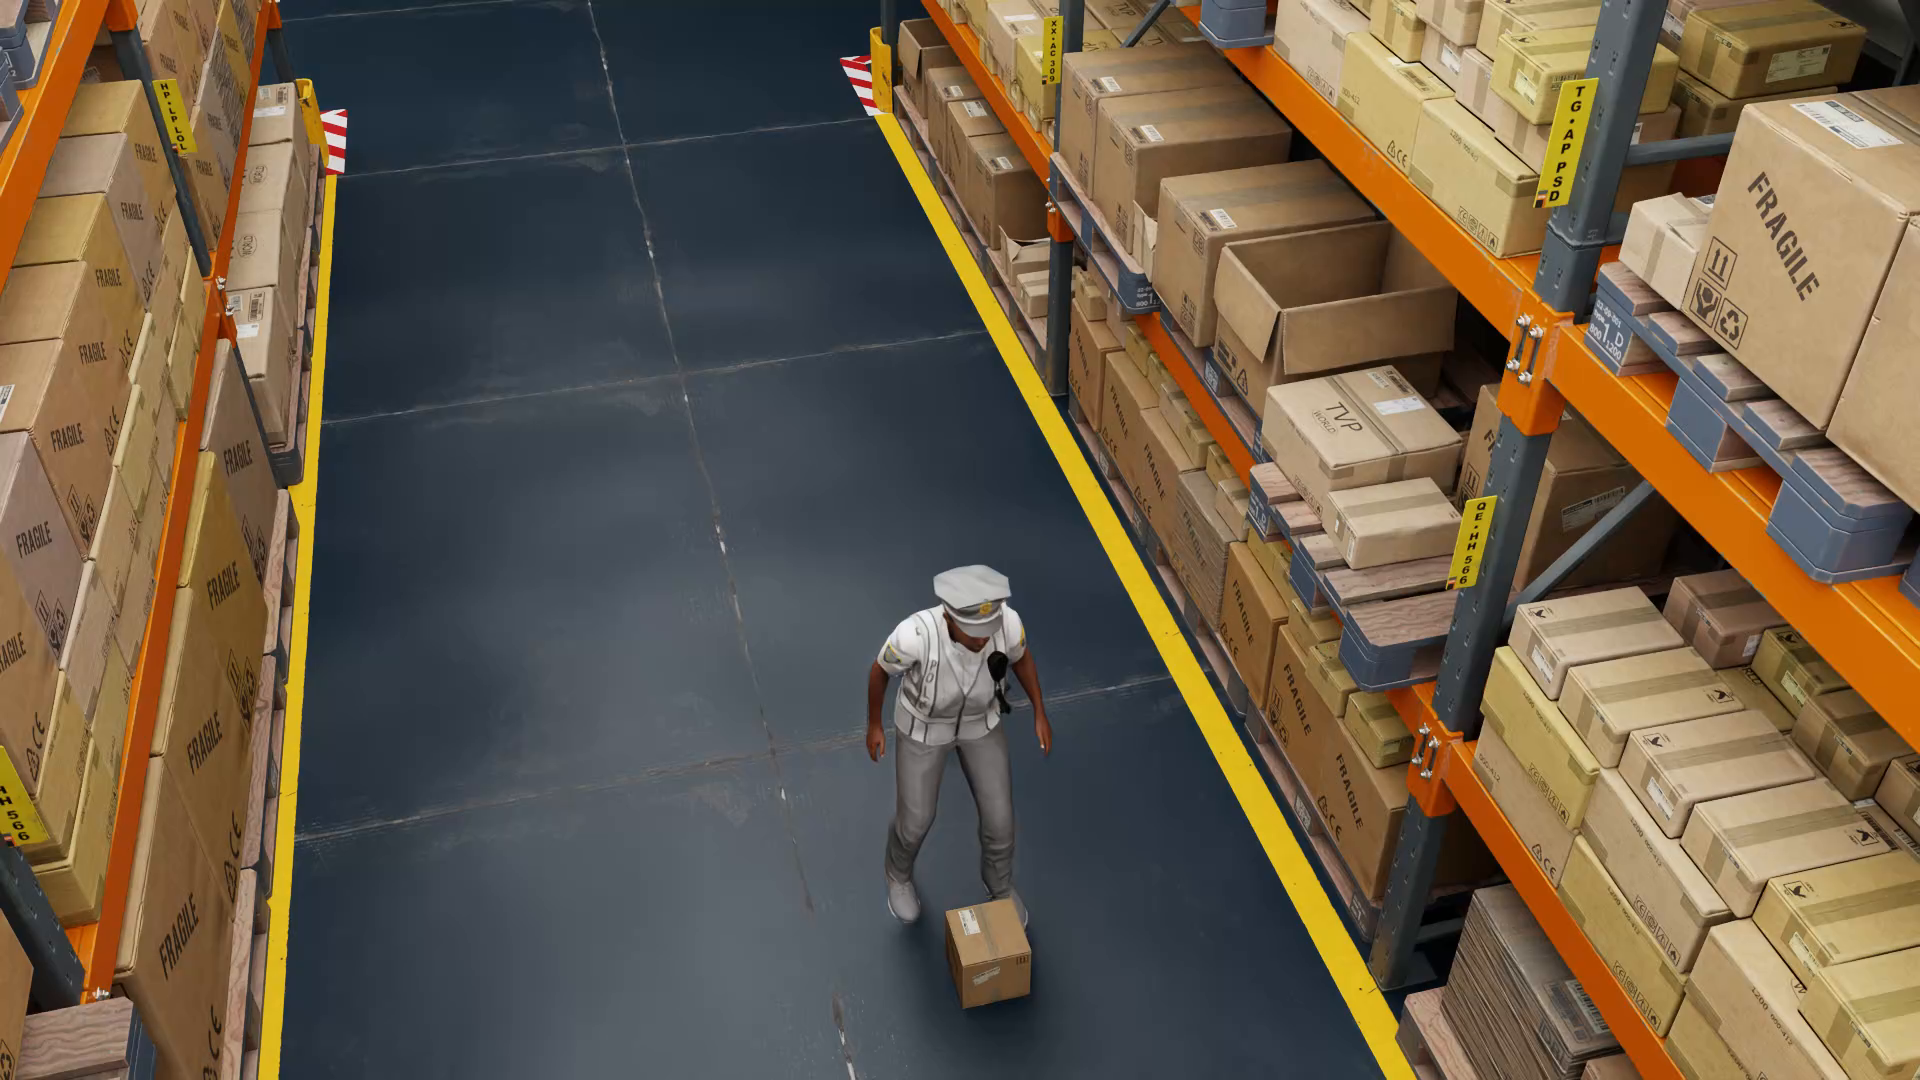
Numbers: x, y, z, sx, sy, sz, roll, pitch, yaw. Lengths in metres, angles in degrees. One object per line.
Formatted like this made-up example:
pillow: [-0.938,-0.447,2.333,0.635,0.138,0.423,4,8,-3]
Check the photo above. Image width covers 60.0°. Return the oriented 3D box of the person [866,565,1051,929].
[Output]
person: [0.008,0.717,5.864,0.646,1.630,0.525,-9,39,-11]
